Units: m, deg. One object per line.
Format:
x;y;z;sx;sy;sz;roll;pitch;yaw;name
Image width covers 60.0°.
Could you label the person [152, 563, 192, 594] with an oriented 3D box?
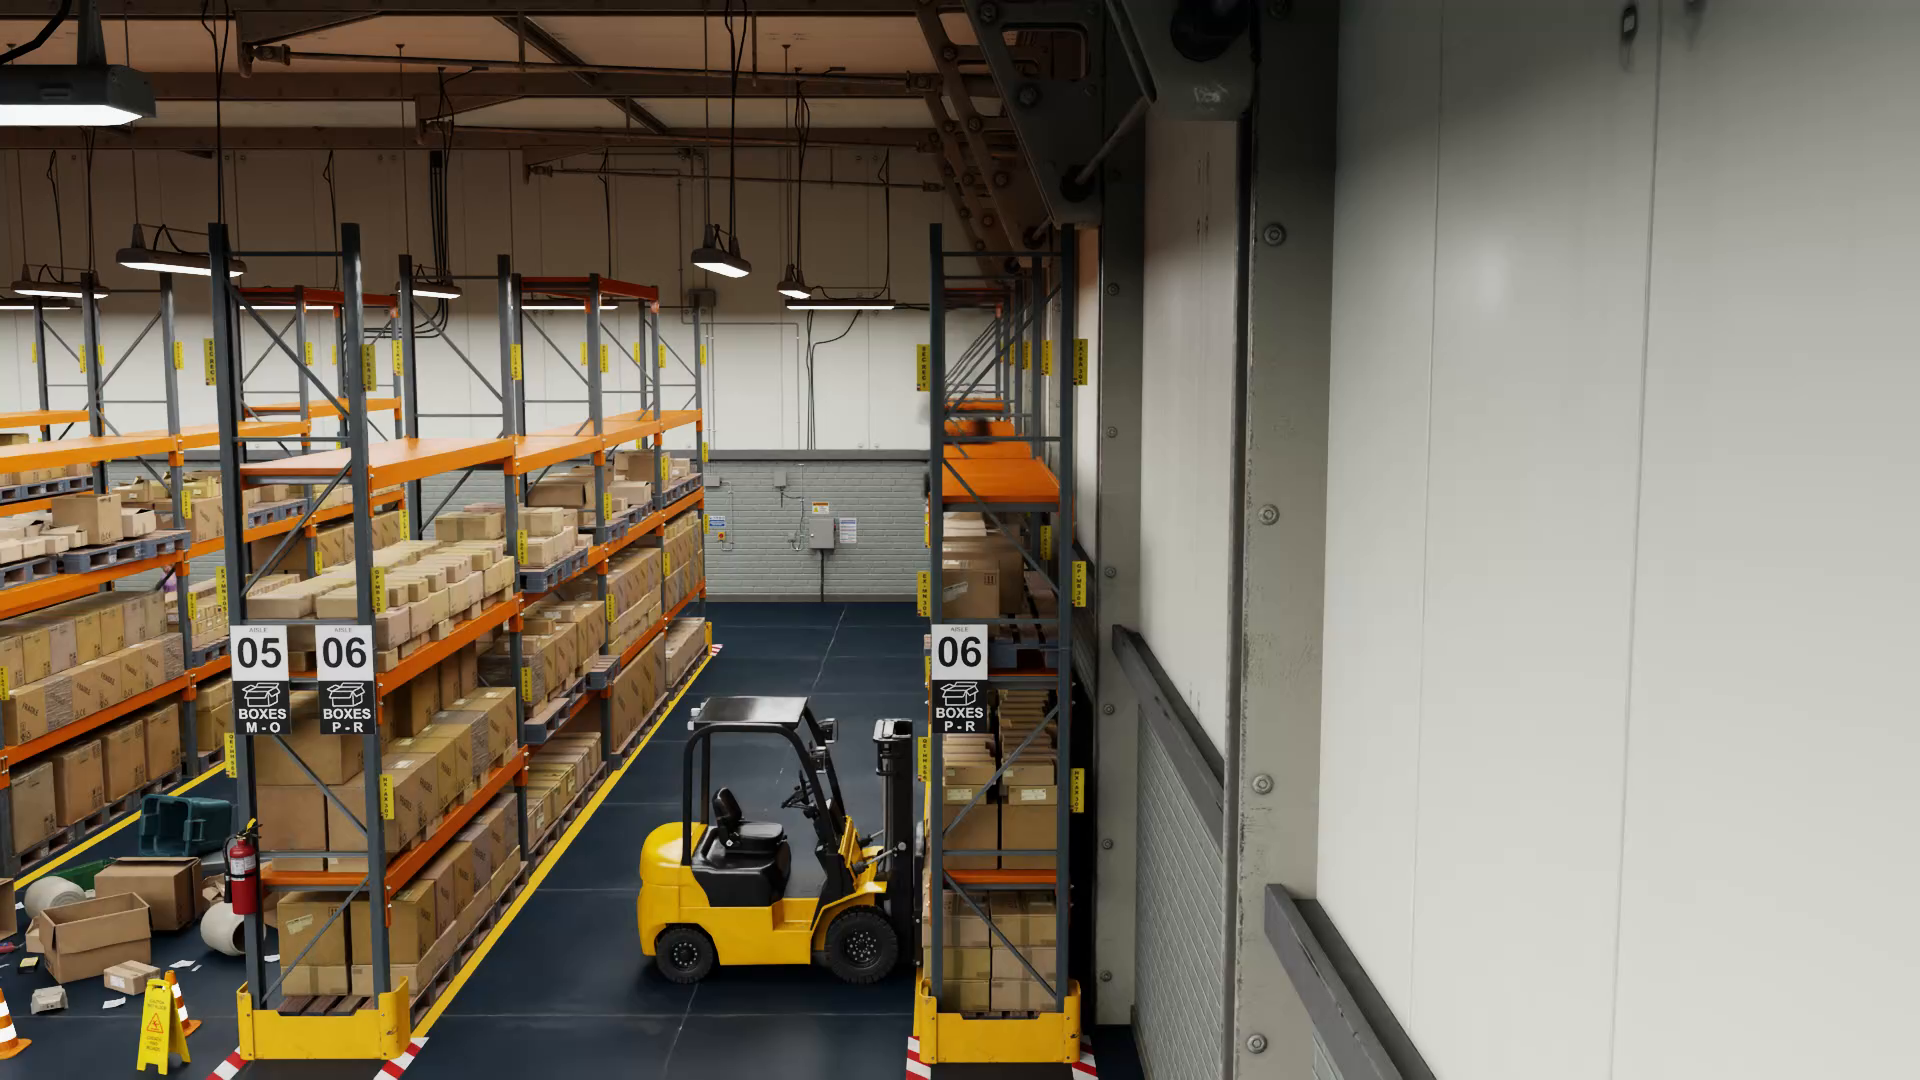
-13.255;1.110;28.126;0.597;1.524;0.805;-7;9;-44;person
